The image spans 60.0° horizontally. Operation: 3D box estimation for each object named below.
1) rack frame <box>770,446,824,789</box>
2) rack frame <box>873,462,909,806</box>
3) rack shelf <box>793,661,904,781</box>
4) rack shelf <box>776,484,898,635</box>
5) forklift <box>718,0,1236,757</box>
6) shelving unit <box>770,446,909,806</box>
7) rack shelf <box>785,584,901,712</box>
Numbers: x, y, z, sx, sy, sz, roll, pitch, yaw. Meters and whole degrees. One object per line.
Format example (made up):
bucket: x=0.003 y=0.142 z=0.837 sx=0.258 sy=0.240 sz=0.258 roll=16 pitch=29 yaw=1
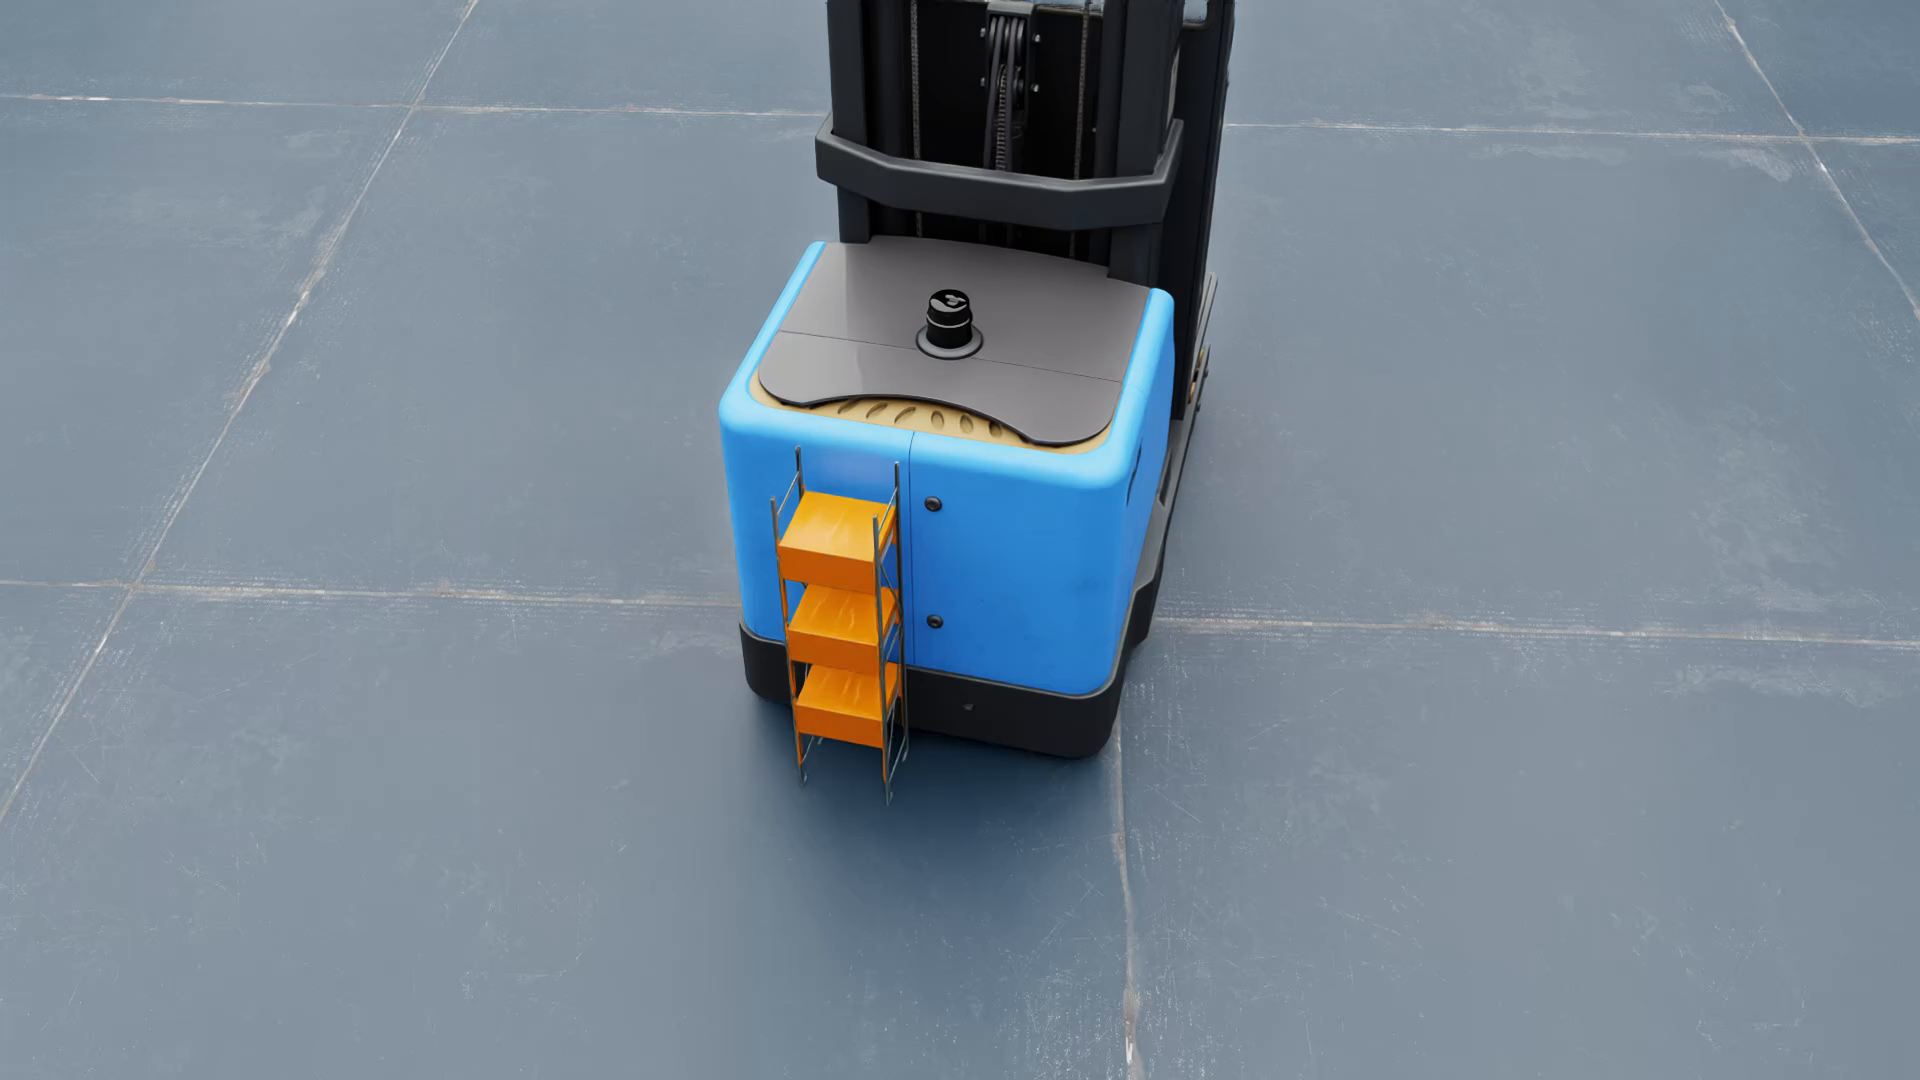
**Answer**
rack frame: x=-0.407 y=0.226 z=4.237 sx=0.008 sy=1.050 sz=0.200 roll=10 pitch=44 yaw=10
rack frame: x=-0.170 y=0.267 z=4.194 sx=0.008 sy=1.050 sz=0.200 roll=10 pitch=44 yaw=10
rack shelf: x=-0.289 y=0.457 z=4.412 sx=0.240 sy=0.259 sz=0.215 roll=10 pitch=44 yaw=10
rack shelf: x=-0.289 y=0.047 z=4.029 sx=0.240 sy=0.259 sz=0.215 roll=10 pitch=44 yaw=10
forklift: x=0.245 y=-1.502 z=4.712 sx=1.130 sy=2.935 sz=3.031 roll=10 pitch=44 yaw=10
shelving unit: x=-0.289 y=0.246 z=4.215 sx=0.252 sy=1.050 sz=0.215 roll=10 pitch=44 yaw=10
rack shelf: x=-0.289 y=0.254 z=4.222 sx=0.240 sy=0.259 sz=0.215 roll=10 pitch=44 yaw=10
